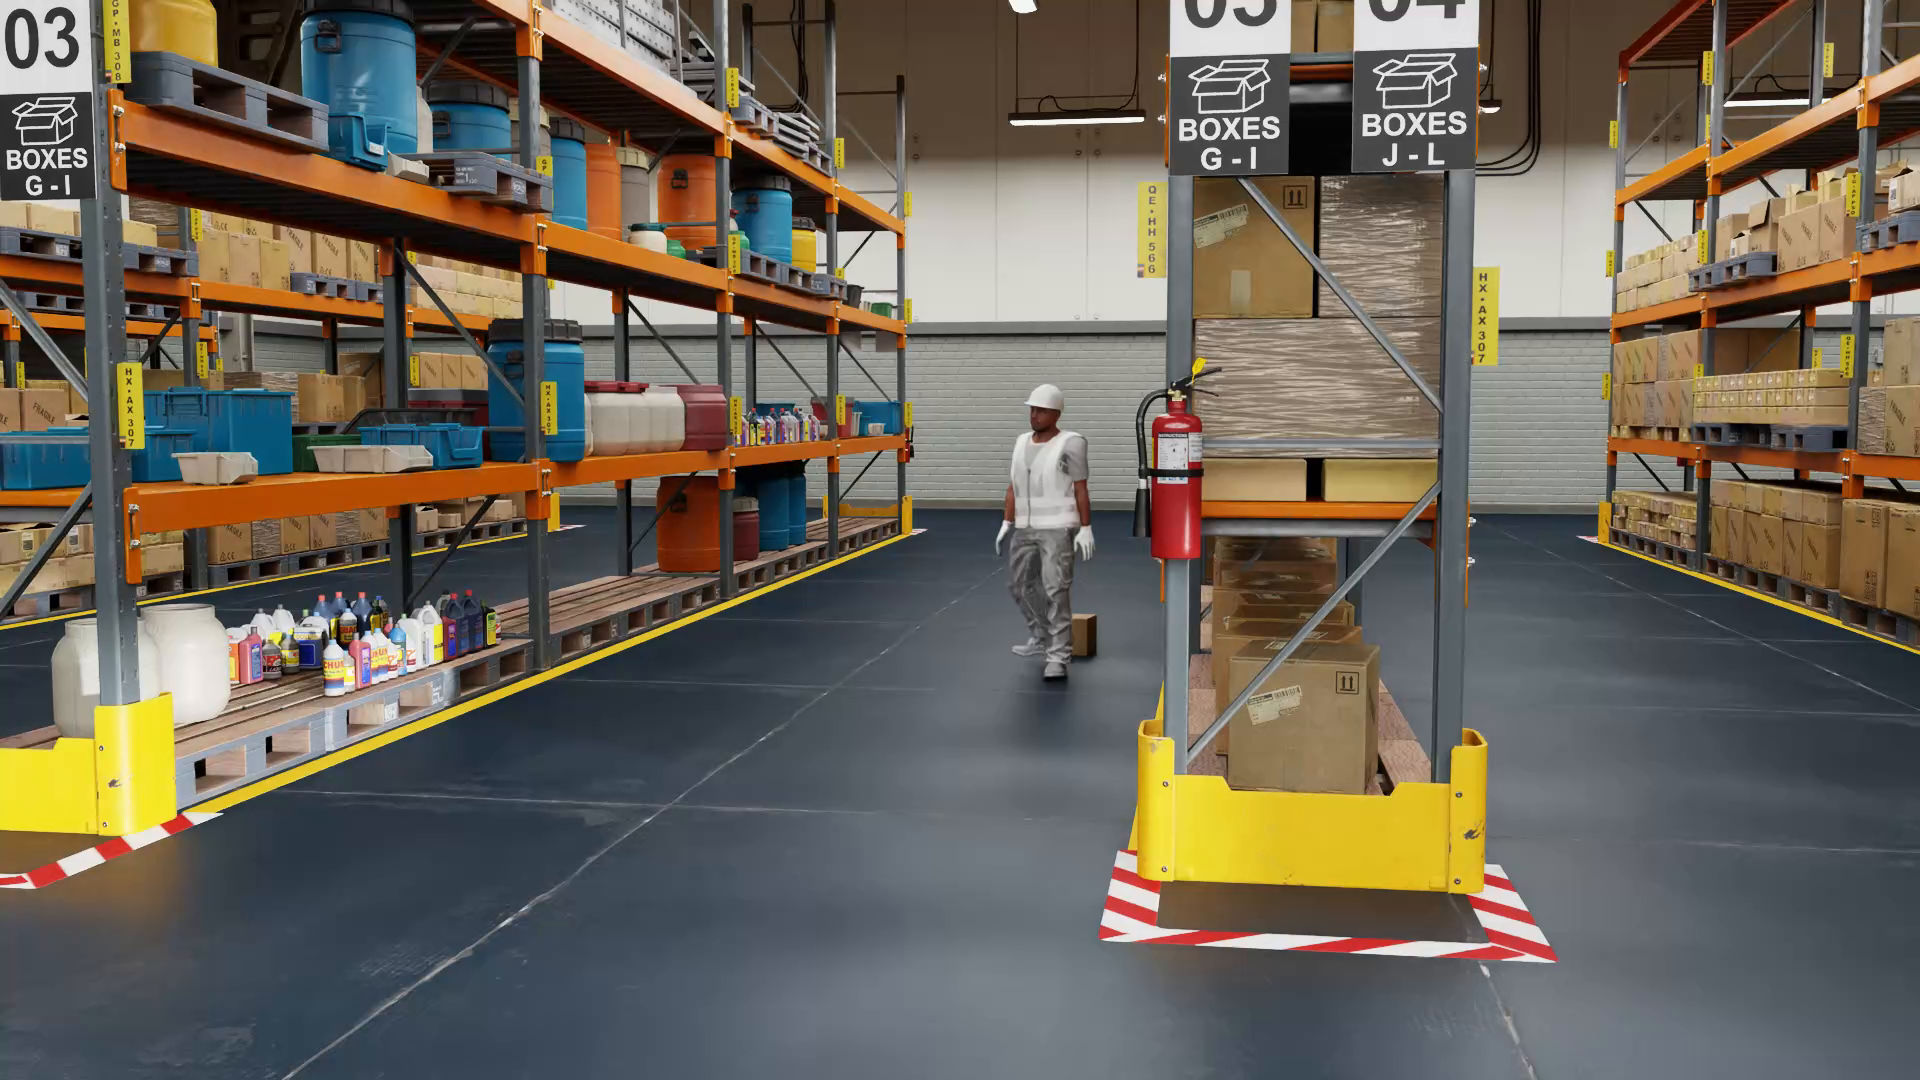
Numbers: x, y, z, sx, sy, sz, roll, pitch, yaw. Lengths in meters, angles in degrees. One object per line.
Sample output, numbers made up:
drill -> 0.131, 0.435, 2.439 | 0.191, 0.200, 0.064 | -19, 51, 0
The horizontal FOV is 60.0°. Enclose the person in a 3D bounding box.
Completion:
person -> 0.500, -0.064, 10.236 | 0.518, 1.775, 0.747 | -4, 6, -44
